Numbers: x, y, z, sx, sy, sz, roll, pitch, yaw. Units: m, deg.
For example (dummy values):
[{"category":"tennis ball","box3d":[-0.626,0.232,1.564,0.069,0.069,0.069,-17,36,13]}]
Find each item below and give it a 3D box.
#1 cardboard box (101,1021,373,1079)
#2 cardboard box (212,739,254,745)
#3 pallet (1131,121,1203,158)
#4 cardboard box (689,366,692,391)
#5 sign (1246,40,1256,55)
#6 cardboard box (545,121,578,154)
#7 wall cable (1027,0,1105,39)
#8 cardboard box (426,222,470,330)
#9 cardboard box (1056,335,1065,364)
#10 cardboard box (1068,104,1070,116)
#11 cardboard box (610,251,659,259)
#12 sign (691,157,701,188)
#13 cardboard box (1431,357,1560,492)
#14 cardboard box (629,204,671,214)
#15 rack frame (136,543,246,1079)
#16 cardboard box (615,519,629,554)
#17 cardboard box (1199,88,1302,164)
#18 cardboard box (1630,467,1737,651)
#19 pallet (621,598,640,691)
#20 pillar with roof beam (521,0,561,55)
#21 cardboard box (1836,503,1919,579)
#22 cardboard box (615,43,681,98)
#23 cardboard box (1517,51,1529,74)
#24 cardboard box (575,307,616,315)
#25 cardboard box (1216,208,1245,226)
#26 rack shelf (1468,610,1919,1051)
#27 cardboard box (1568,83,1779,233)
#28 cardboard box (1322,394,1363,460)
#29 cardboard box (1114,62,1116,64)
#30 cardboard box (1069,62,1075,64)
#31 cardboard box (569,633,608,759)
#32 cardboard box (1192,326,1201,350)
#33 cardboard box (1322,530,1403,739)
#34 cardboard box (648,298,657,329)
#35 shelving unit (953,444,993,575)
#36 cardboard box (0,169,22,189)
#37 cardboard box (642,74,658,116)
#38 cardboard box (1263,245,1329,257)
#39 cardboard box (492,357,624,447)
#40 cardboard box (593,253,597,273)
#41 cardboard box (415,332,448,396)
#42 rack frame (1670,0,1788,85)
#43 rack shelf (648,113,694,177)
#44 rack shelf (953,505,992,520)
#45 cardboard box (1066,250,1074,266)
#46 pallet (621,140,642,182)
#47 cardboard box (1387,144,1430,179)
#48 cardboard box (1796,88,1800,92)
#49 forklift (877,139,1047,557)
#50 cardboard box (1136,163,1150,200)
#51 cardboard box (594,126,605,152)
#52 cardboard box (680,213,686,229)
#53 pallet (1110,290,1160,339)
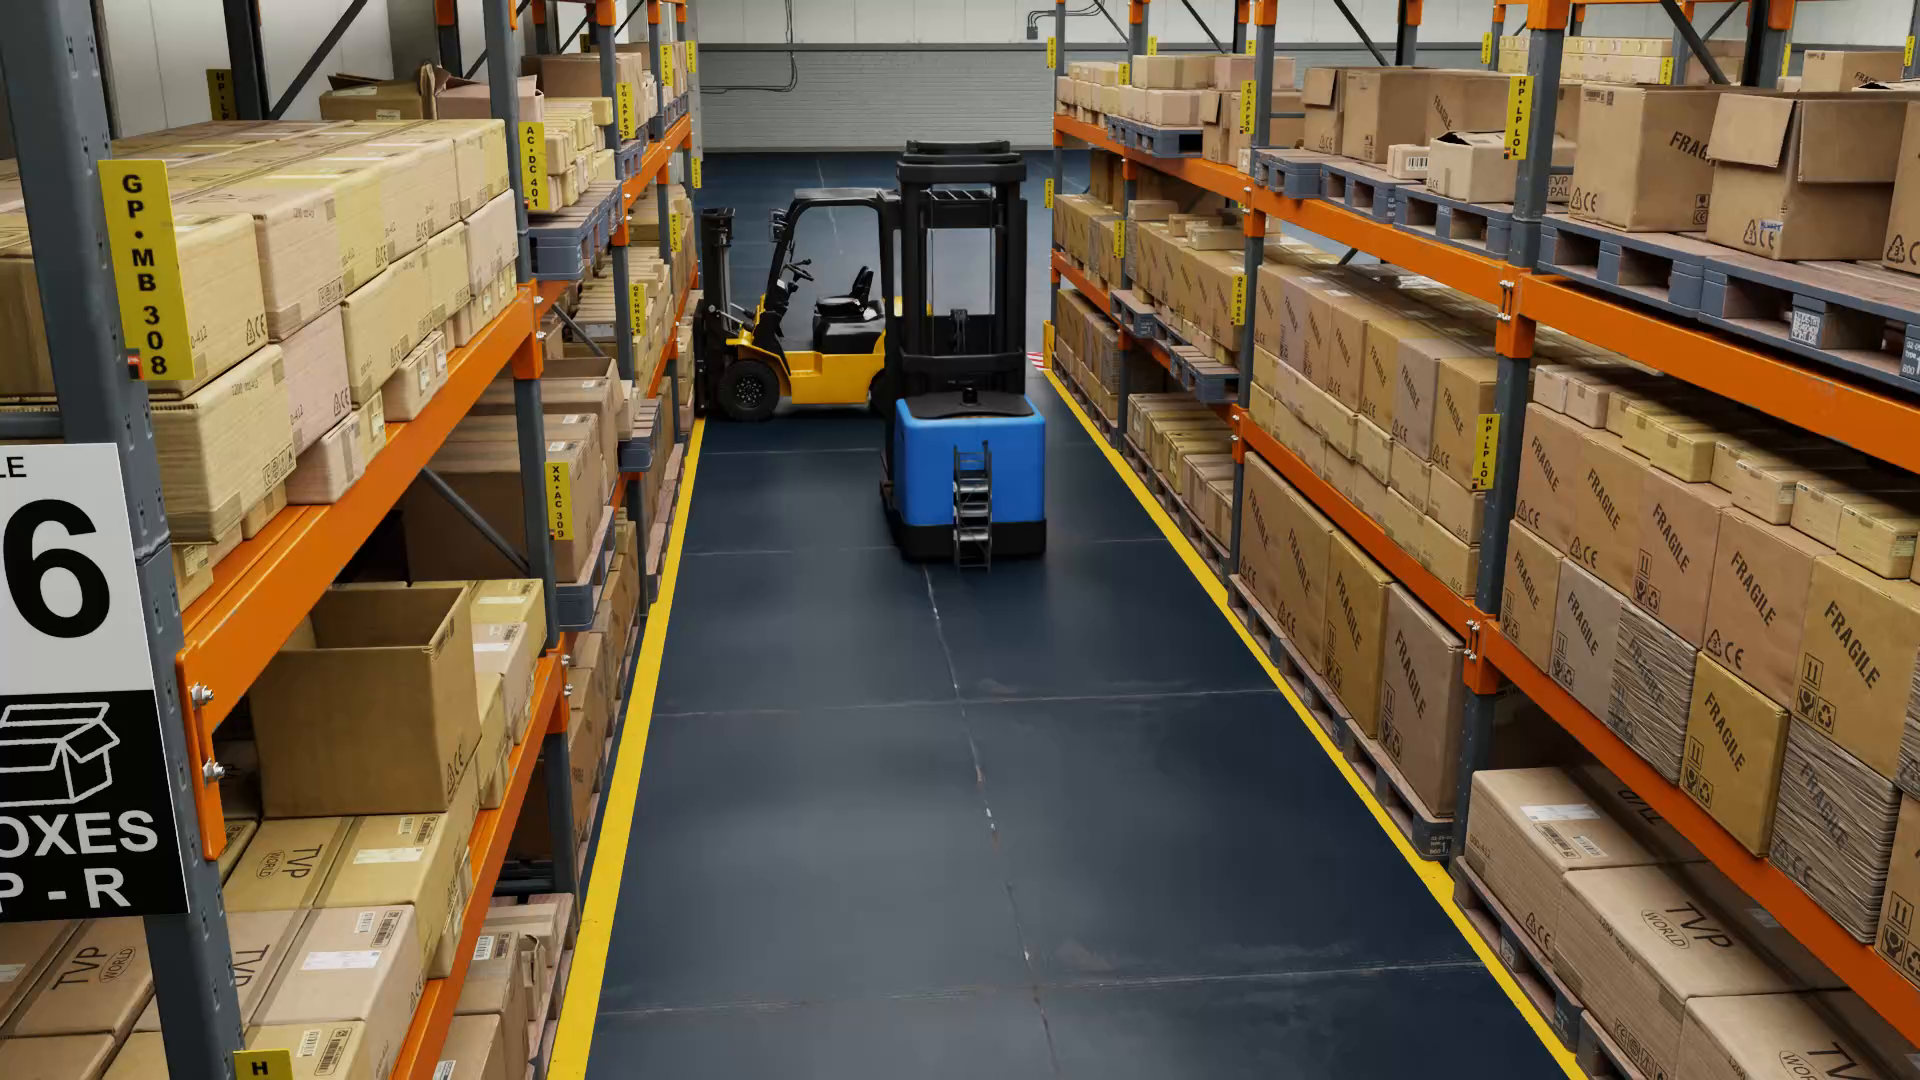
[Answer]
[{"category":"cardboard box","box3d":[-1.529,1.253,3.432,0.500,0.250,0.500,-2,18,-5]},{"category":"cardboard box","box3d":[-2.270,0.664,5.309,0.500,0.250,0.500,-1,17,-4]},{"category":"pallet","box3d":[2.017,-3.108,12.875,1.213,0.211,1.003,-2,18,-6]},{"category":"cardboard box","box3d":[-2.785,-1.539,15.626,0.500,0.250,0.500,-2,18,-6]},{"category":"sign","box3d":[2.501,-4.147,14.349,0.100,0.325,0.005,-2,18,-6]},{"category":"cardboard box","box3d":[-1.892,-1.759,7.318,0.380,0.149,0.250,-2,18,-7]},{"category":"wall cable","box3d":[3.136,-17.695,48.338,2.305,6.003,0.169,-2,18,-6]},{"category":"cardboard box","box3d":[-1.759,-0.783,4.908,0.500,0.250,0.500,-1,17,-4]},{"category":"cardboard box","box3d":[1.344,-2.094,18.229,0.500,0.250,0.500,-2,18,-6]},{"category":"cardboard box","box3d":[1.364,-4.581,17.674,0.380,0.149,0.250,-2,18,-7]},{"category":"cardboard box","box3d":[-2.687,-2.294,13.727,0.380,0.149,0.250,-2,18,-6]},{"category":"sign","box3d":[-2.859,-3.978,18.012,0.100,0.325,0.005,-2,18,-6]},{"category":"cardboard box","box3d":[2.478,-0.529,7.519,0.500,0.500,0.500,-1,17,-4]},{"category":"cardboard box","box3d":[-2.937,-3.093,15.774,0.380,0.149,0.250,-2,18,-6]},{"category":"rack frame","box3d":[-1.750,1.467,2.997,1.000,3.000,0.127,-2,18,-6]},{"category":"cardboard box","box3d":[-2.214,-0.014,10.103,0.380,0.149,0.250,-3,18,-9]},{"category":"cardboard box","box3d":[2.176,-3.005,12.060,0.797,0.503,0.637,-2,18,-6]},{"category":"cardboard box","box3d":[2.670,0.049,5.677,0.500,0.500,0.500,-1,17,-5]},{"category":"pallet","box3d":[-2.536,0.638,10.294,1.003,0.211,1.213,-2,18,-6]},{"category":"pillar with roof beam","box3d":[0.057,-6.060,16.956,9.100,9.000,0.400,-2,18,-6]},{"category":"cardboard box","box3d":[2.764,-0.001,4.753,0.380,0.149,0.250,-1,17,-4]},{"category":"cardboard box","box3d":[-3.106,-4.594,16.260,0.700,0.500,0.500,-2,18,-5]},{"category":"cardboard box","box3d":[6.298,-5.084,17.741,0.500,0.250,0.500,-2,18,-6]},{"category":"cardboard box","box3d":[-2.344,-1.457,11.061,0.380,0.149,0.250,-1,17,-4]},{"category":"cardboard box","box3d":[2.305,-2.627,13.588,0.380,0.149,0.250,-2,18,-7]},{"category":"rack shelf","box3d":[2.980,1.060,5.494,1.077,0.370,4.000,-2,18,-6]},{"category":"cardboard box","box3d":[2.626,-1.424,6.163,0.500,0.500,0.500,-1,17,-5]},{"category":"cardboard box","box3d":[2.299,-0.625,9.076,0.500,0.250,0.500,-1,17,-5]},{"category":"cardboard box","box3d":[1.865,-5.055,17.849,0.380,0.149,0.250,-2,18,-5]},{"category":"cardboard box","box3d":[1.370,-5.034,17.784,0.380,0.149,0.250,-2,18,-6]},{"category":"cardboard box","box3d":[-2.101,0.809,8.564,0.500,0.500,0.500,-2,18,-7]},{"category":"cardboard box","box3d":[1.905,-1.468,12.065,0.380,0.149,0.250,-3,18,-8]},{"category":"cardboard box","box3d":[2.530,0.483,8.977,0.875,0.875,0.875,-1,17,-4]},{"category":"cardboard box","box3d":[-2.542,-1.680,12.437,0.500,0.250,0.500,-2,17,-5]},{"category":"shelving unit","box3d":[0.088,-0.216,11.862,0.258,0.900,0.210,-2,18,-7]},{"category":"cardboard box","box3d":[-2.190,-0.705,3.826,0.500,0.250,0.500,-2,18,-5]},{"category":"cardboard box","box3d":[-2.671,-3.537,13.208,0.500,0.311,0.500,-2,18,-7]},{"category":"cardboard box","box3d":[2.423,-1.915,12.405,0.500,0.500,0.500,-1,17,-5]},{"category":"cardboard box","box3d":[-2.223,-0.686,8.979,0.797,0.503,0.637,-2,18,-7]},{"category":"cardboard box","box3d":[-3.190,-2.273,13.658,0.380,0.149,0.250,-2,18,-7]},{"category":"cardboard box","box3d":[-1.644,-0.480,4.611,0.380,0.149,0.250,-1,17,-5]},{"category":"rack frame","box3d":[6.862,-5.308,14.561,1.000,3.000,0.127,-2,18,-6]},{"category":"rack shelf","box3d":[-3.194,-3.792,15.941,1.077,0.370,4.000,-2,18,-6]},{"category":"rack shelf","box3d":[0.088,-0.184,11.872,0.258,0.077,0.200,-2,18,-7]},{"category":"cardboard box","box3d":[1.333,-2.994,17.624,0.380,0.149,0.250,-2,17,-5]},{"category":"pallet","box3d":[-2.734,-2.457,10.803,1.213,0.211,1.003,-1,17,-3]},{"category":"cardboard box","box3d":[2.430,-1.958,8.587,0.380,0.166,0.250,0,17,-1]},{"category":"cardboard box","box3d":[6.844,-3.497,13.156,0.396,0.266,0.258,-2,18,-6]},{"category":"forklift","box3d":[-0.065,-1.669,13.101,1.130,2.935,3.031,-2,18,-7]},{"category":"cardboard box","box3d":[2.063,-3.370,16.072,0.700,0.500,0.500,-2,18,-7]},{"category":"cardboard box","box3d":[-2.299,-2.368,9.789,0.380,0.149,0.250,-1,17,-5]},{"category":"cardboard box","box3d":[-2.929,-3.181,16.552,0.380,0.149,0.250,-2,18,-5]},{"category":"pallet","box3d":[1.883,-1.939,14.166,1.003,0.211,1.213,-2,18,-6]}]
